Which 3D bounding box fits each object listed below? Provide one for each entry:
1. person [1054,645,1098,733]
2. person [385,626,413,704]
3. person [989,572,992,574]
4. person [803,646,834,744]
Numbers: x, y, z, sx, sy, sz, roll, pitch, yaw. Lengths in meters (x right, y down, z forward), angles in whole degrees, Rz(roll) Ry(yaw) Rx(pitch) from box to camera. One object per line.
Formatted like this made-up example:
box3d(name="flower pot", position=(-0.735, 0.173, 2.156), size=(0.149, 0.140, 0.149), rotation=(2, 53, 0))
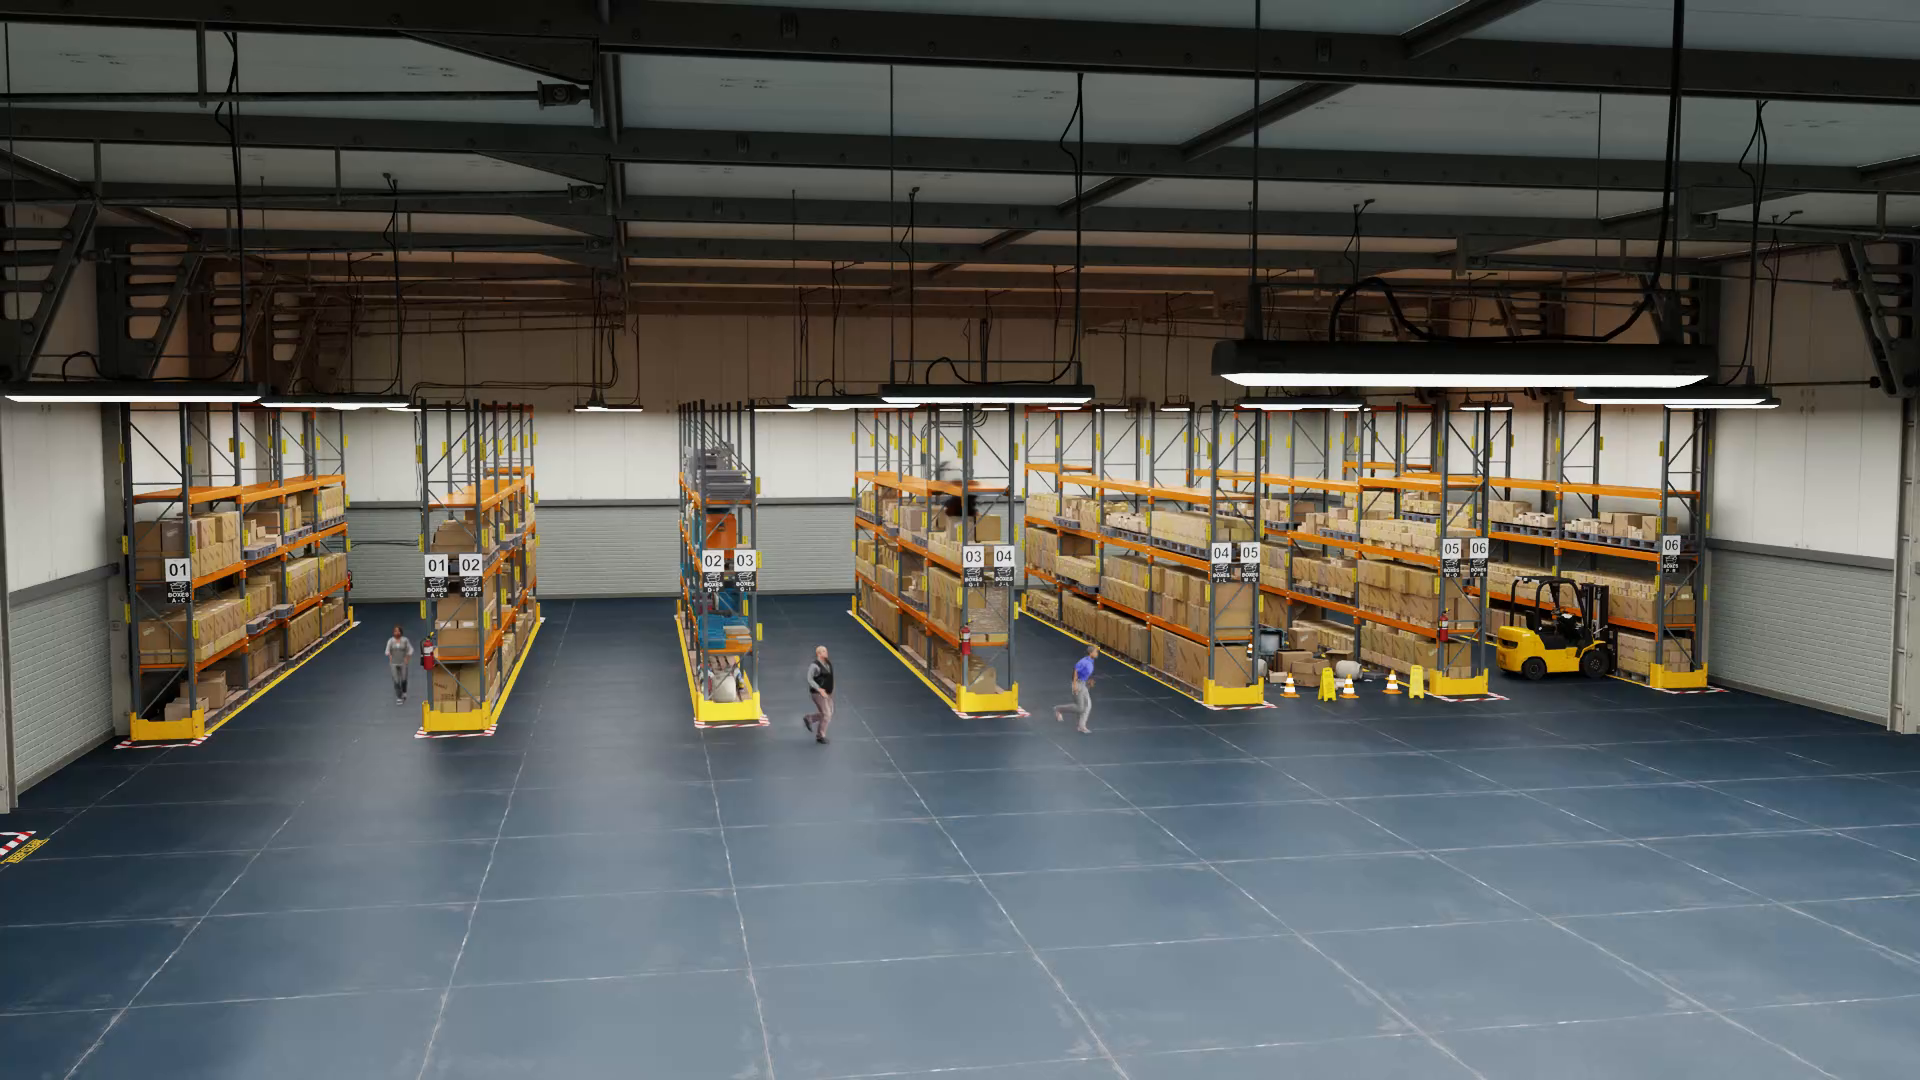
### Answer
box3d(name="person", position=(2.108, 2.688, 30.087), size=(0.795, 1.602, 0.571), rotation=(1, 4, 13))
box3d(name="person", position=(-11.042, 2.469, 32.727), size=(0.526, 1.556, 0.536), rotation=(-1, 4, -16))
box3d(name="person", position=(0.634, 1.282, 48.517), size=(0.698, 1.611, 0.590), rotation=(2, 5, 28))
box3d(name="person", position=(-2.493, 2.692, 29.113), size=(0.651, 1.704, 0.668), rotation=(2, 5, 30))
